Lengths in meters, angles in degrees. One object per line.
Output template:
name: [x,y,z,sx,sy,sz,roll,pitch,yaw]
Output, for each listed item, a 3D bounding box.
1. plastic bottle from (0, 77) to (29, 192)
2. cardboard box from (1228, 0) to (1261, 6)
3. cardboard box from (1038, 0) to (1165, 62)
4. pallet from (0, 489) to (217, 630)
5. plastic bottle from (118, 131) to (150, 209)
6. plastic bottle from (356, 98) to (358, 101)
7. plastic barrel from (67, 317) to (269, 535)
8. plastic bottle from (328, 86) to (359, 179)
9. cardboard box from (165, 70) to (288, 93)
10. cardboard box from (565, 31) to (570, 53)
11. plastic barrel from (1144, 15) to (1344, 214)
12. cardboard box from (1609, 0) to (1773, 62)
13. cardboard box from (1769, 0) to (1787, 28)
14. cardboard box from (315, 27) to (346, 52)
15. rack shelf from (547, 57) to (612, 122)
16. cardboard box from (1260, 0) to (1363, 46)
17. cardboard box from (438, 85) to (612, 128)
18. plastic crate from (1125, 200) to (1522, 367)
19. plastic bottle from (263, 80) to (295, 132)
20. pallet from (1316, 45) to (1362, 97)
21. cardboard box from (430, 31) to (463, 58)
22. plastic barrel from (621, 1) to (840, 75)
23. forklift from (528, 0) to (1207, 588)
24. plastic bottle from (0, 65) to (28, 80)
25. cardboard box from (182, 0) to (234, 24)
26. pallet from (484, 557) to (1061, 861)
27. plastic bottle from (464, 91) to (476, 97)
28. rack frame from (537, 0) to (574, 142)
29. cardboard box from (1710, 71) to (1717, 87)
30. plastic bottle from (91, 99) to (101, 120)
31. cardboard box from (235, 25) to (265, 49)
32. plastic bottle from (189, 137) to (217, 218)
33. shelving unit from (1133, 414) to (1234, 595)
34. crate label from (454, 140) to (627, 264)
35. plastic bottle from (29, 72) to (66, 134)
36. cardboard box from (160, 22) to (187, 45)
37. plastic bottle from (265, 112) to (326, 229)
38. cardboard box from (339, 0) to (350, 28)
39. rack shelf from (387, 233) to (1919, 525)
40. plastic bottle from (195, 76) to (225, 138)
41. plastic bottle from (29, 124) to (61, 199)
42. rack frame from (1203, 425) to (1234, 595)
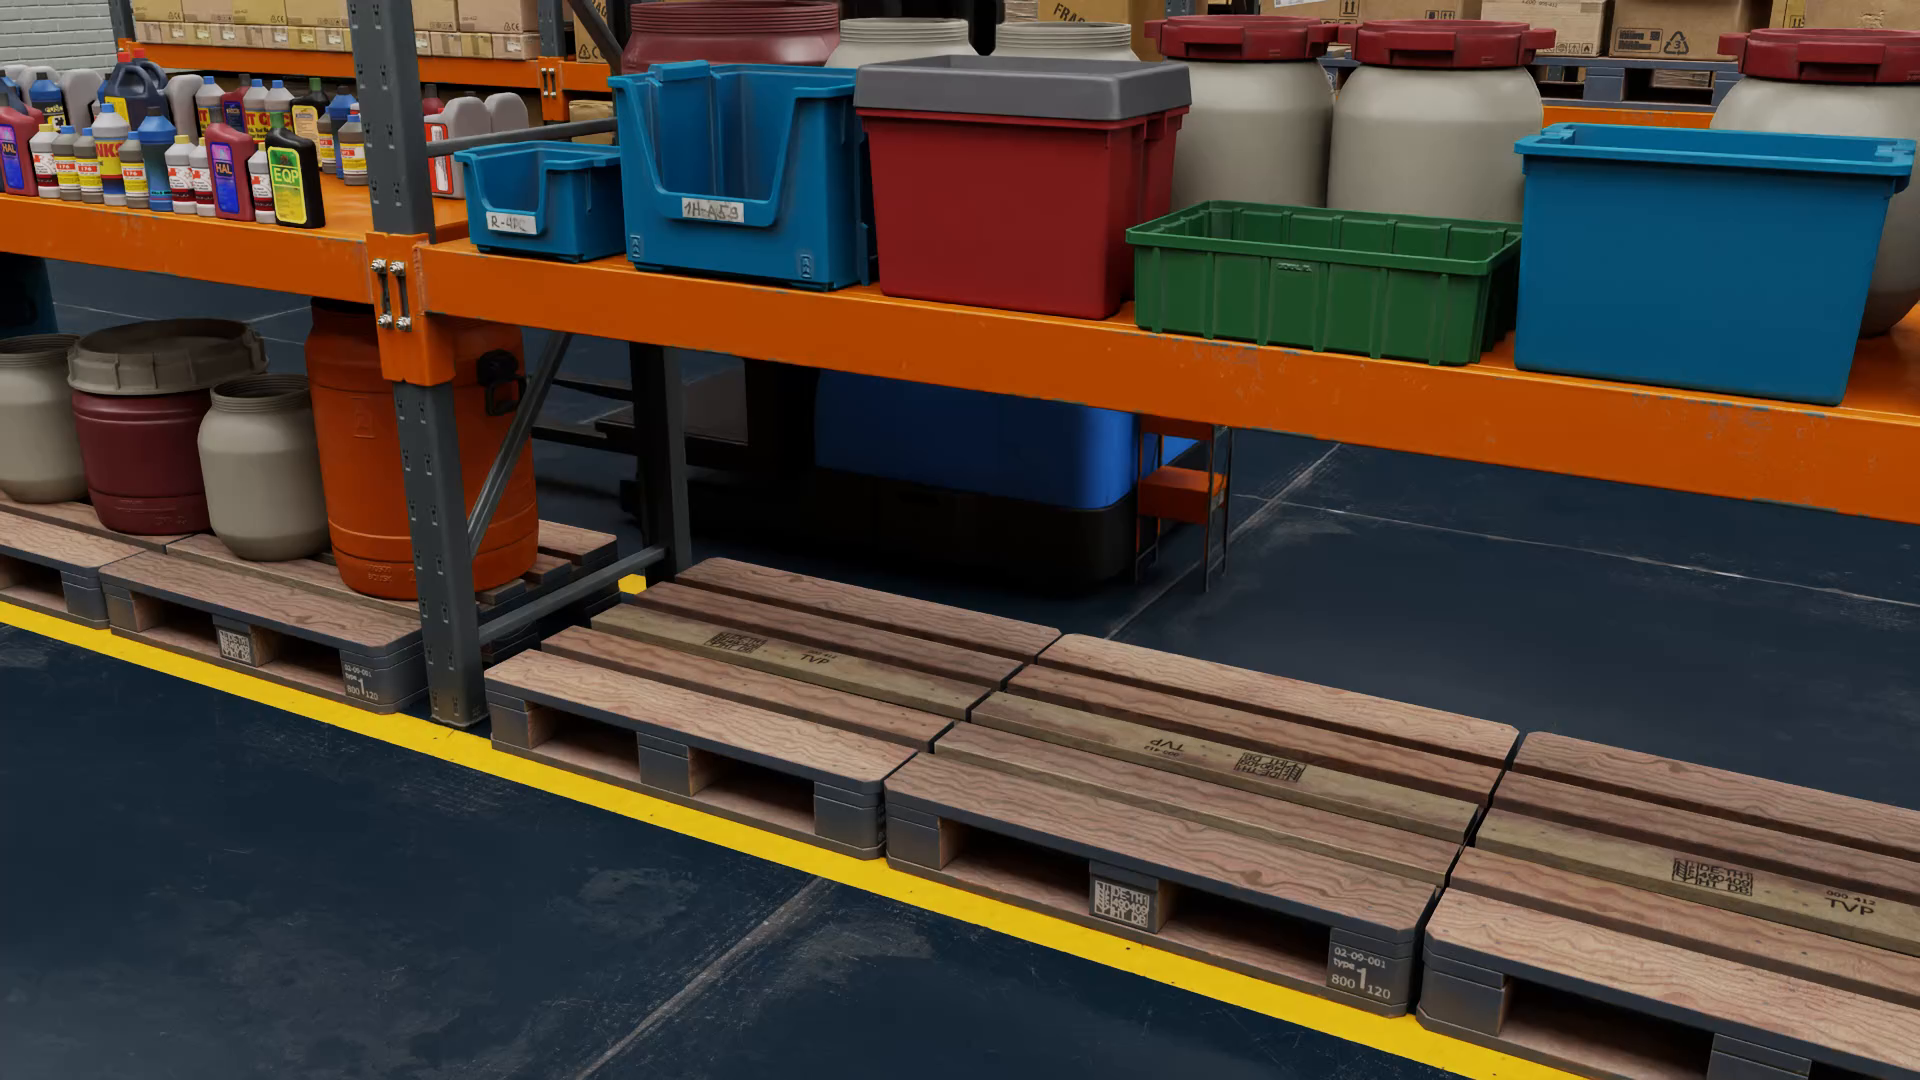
plastic bottle: [-2.813,-1.202,4.853,0.185,0.351,0.144,11,23,27]
cardboard box: [2.241,-4.186,12.759,0.250,0.149,0.380,10,22,25]
cardboard box: [0.729,-2.586,8.448,0.500,0.500,0.500,12,23,29]
pallet: [-2.905,-0.067,5.741,1.213,0.211,1.003,11,23,27]
plastic bottle: [-2.244,-1.015,4.555,0.097,0.201,0.097,0,20,0]
plastic bottle: [-1.854,-1.282,5.172,0.133,0.283,0.061,11,23,27]
plastic barrel: [-2.556,-0.384,5.445,0.708,0.588,0.600,11,23,27]
plastic bottle: [-1.877,-1.250,5.101,0.097,0.271,0.097,0,20,0]
cardboard box: [-5.106,-2.977,12.173,0.875,0.875,0.875,11,23,27]
cardboard box: [-2.537,-3.270,10.848,0.250,0.149,0.380,10,22,26]
plastic barrel: [0.611,-0.873,3.674,0.433,0.535,0.433,0,20,0]
cardboard box: [3.214,-2.372,7.238,0.637,0.503,0.797,13,24,33]
cardboard box: [5.367,-3.631,11.330,0.500,0.500,0.500,11,22,27]
cardboard box: [-3.981,-3.287,10.897,0.250,0.149,0.380,11,23,28]
rack shelf: [-0.466,-2.525,9.482,4.000,0.370,1.077,11,23,27]
cardboard box: [1.771,-2.697,8.139,0.500,0.500,0.500,8,21,21]
cardboard box: [-2.749,-2.528,10.935,0.875,0.875,0.875,11,23,27]
plastic crate: [0.699,-0.497,3.147,0.662,0.188,0.450,11,23,27]
plastic bottle: [-2.165,-1.329,5.318,0.097,0.271,0.097,0,20,0]
pallet: [1.955,-2.354,8.236,1.003,0.211,1.213,11,23,27]
cardboard box: [-3.086,-3.116,10.426,0.250,0.149,0.380,10,22,26]
plastic barrel: [-0.582,-1.133,4.390,0.708,0.536,0.600,11,23,27]
forklift: [-0.656,-1.560,5.868,3.031,2.935,1.130,10,22,26]
plastic bottle: [-3.366,-1.549,5.919,0.135,0.276,0.152,11,23,27]
cardboard box: [-4.959,-3.686,11.411,0.500,0.250,0.500,10,22,27]
pallet: [-0.478,0.395,4.466,1.213,0.211,1.003,11,23,27]
plastic bottle: [-1.443,-1.191,4.939,0.097,0.271,0.097,0,20,0]
rack frame: [-2.212,-3.196,10.276,0.127,3.000,1.000,11,23,27]
cardboard box: [9.643,-5.826,20.394,0.625,0.625,0.875,12,23,29]
plastic bottle: [-2.932,-1.442,5.733,0.097,0.201,0.097,0,20,0]
cardboard box: [-4.657,-3.415,11.250,0.250,0.149,0.380,10,22,26]
plastic bottle: [-1.989,-0.966,4.421,0.097,0.201,0.097,0,20,0]
shelving unit: [0.728,-0.366,5.334,0.252,1.050,0.215,10,22,26]
crate label: [-0.950,-0.796,3.906,0.416,0.233,0.303,11,23,27]
plastic bottle: [-3.091,-1.446,5.641,0.097,0.271,0.097,0,20,0]
cardboard box: [-5.330,-3.543,11.603,0.250,0.149,0.380,10,22,27]
plastic bottle: [-1.696,-0.942,4.233,0.133,0.283,0.061,11,23,27]
cardboard box: [-3.624,-3.431,10.707,0.500,0.250,0.500,11,23,28]
rack shelf: [0.611,-0.385,3.584,4.000,0.370,1.077,11,23,27]
plastic bottle: [-2.451,-1.383,5.468,0.097,0.271,0.097,0,20,0]
plastic bottle: [-2.584,-1.079,4.733,0.097,0.201,0.097,0,20,0]
rack frame: [0.836,-0.347,5.281,0.008,1.050,0.200,10,22,26]
